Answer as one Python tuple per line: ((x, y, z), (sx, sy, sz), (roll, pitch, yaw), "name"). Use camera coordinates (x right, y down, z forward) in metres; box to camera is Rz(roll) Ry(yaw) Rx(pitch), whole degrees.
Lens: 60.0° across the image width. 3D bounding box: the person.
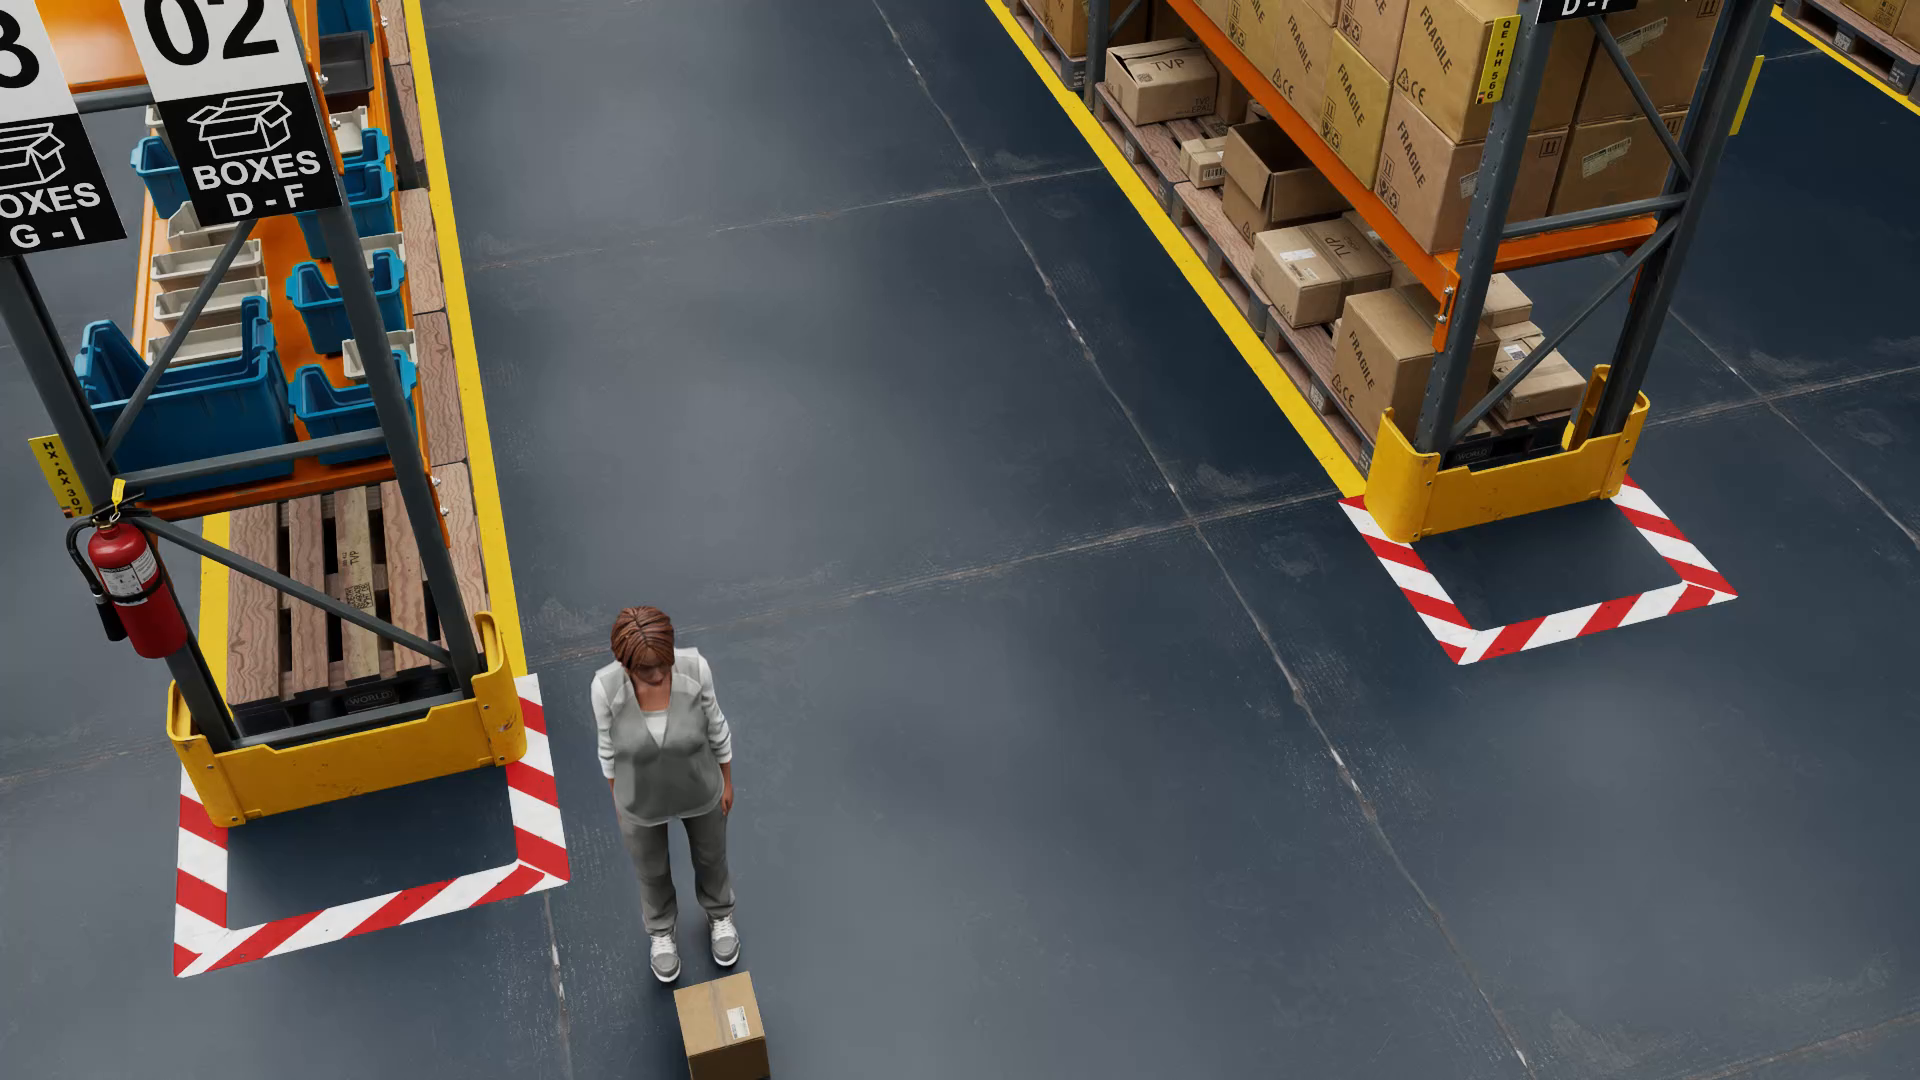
((-0.908, 0.810, 5.290), (0.408, 1.601, 0.315), (-11, 44, -12), "person")
